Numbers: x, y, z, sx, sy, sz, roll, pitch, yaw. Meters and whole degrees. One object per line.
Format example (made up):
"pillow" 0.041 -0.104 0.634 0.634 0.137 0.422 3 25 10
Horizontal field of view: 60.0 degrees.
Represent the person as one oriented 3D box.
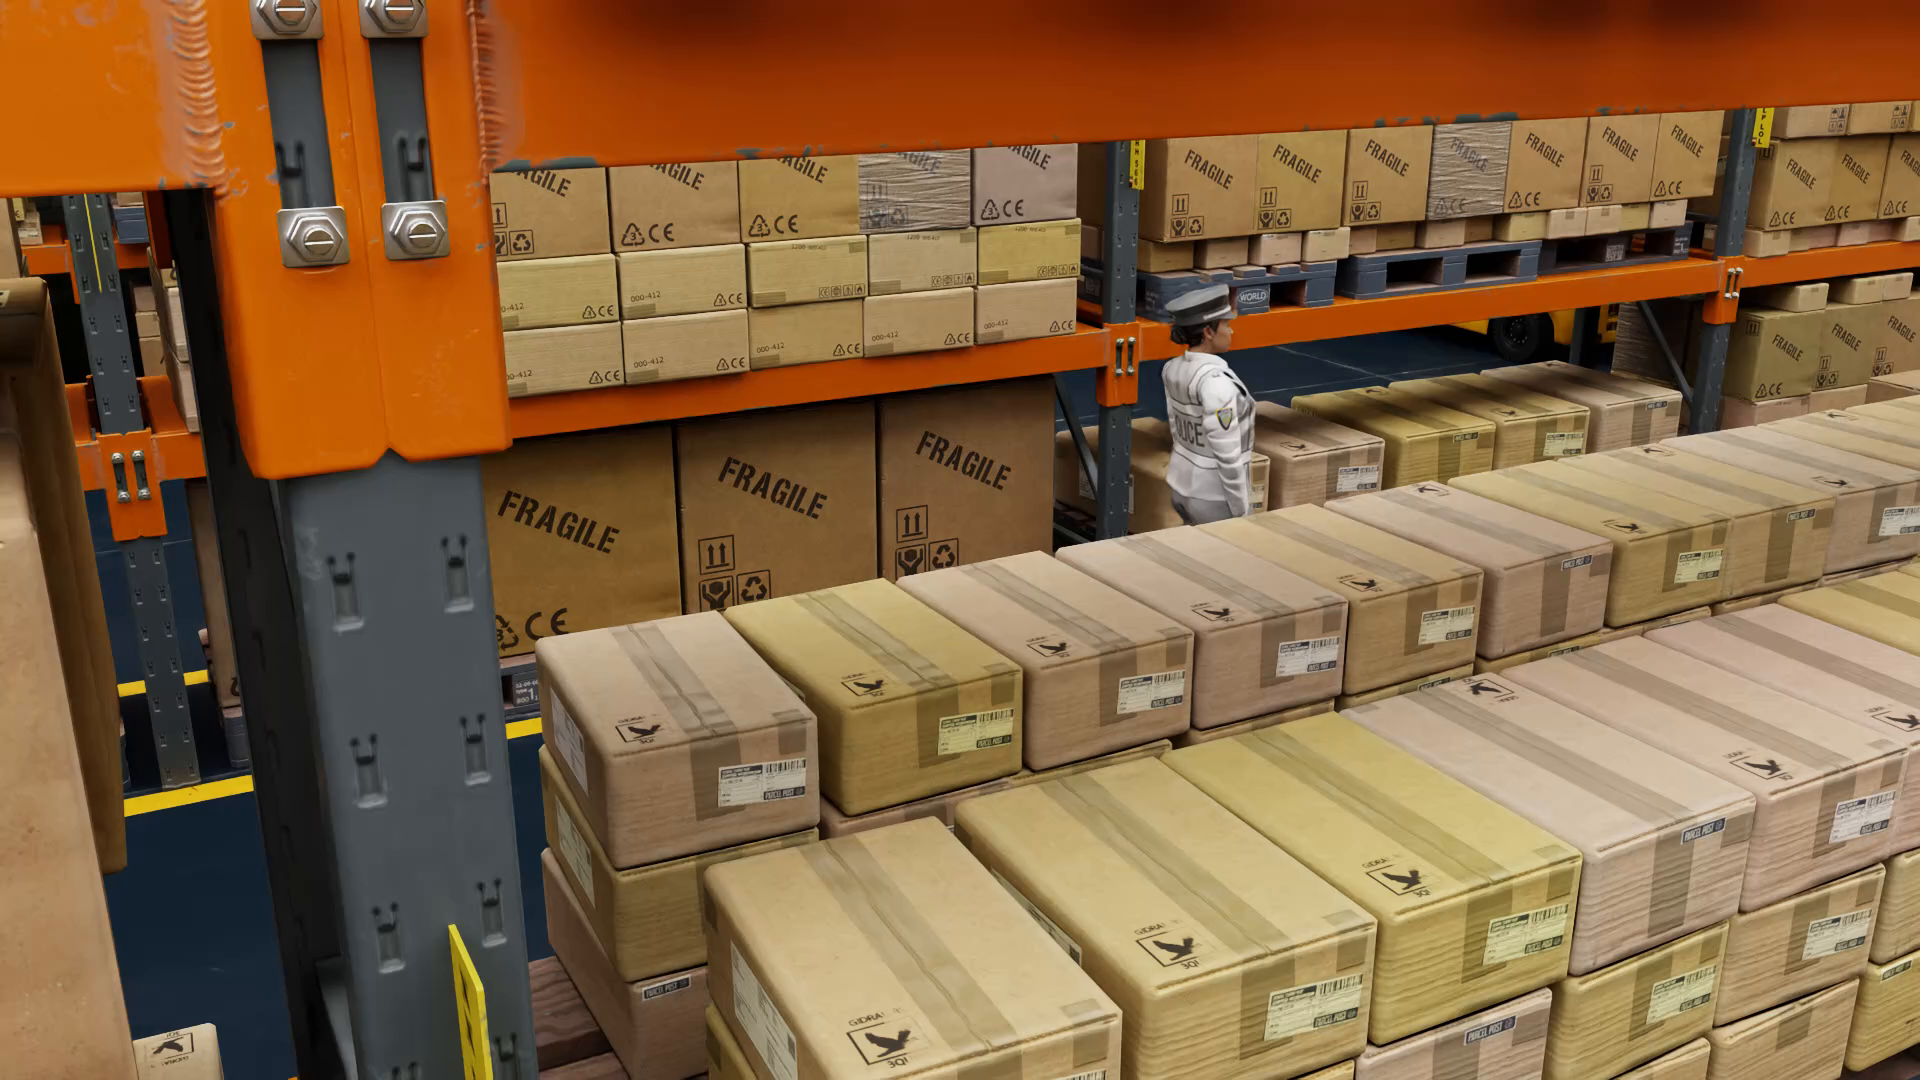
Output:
"person" 1.007 -0.176 6.506 0.676 1.659 0.512 -6 19 -17
